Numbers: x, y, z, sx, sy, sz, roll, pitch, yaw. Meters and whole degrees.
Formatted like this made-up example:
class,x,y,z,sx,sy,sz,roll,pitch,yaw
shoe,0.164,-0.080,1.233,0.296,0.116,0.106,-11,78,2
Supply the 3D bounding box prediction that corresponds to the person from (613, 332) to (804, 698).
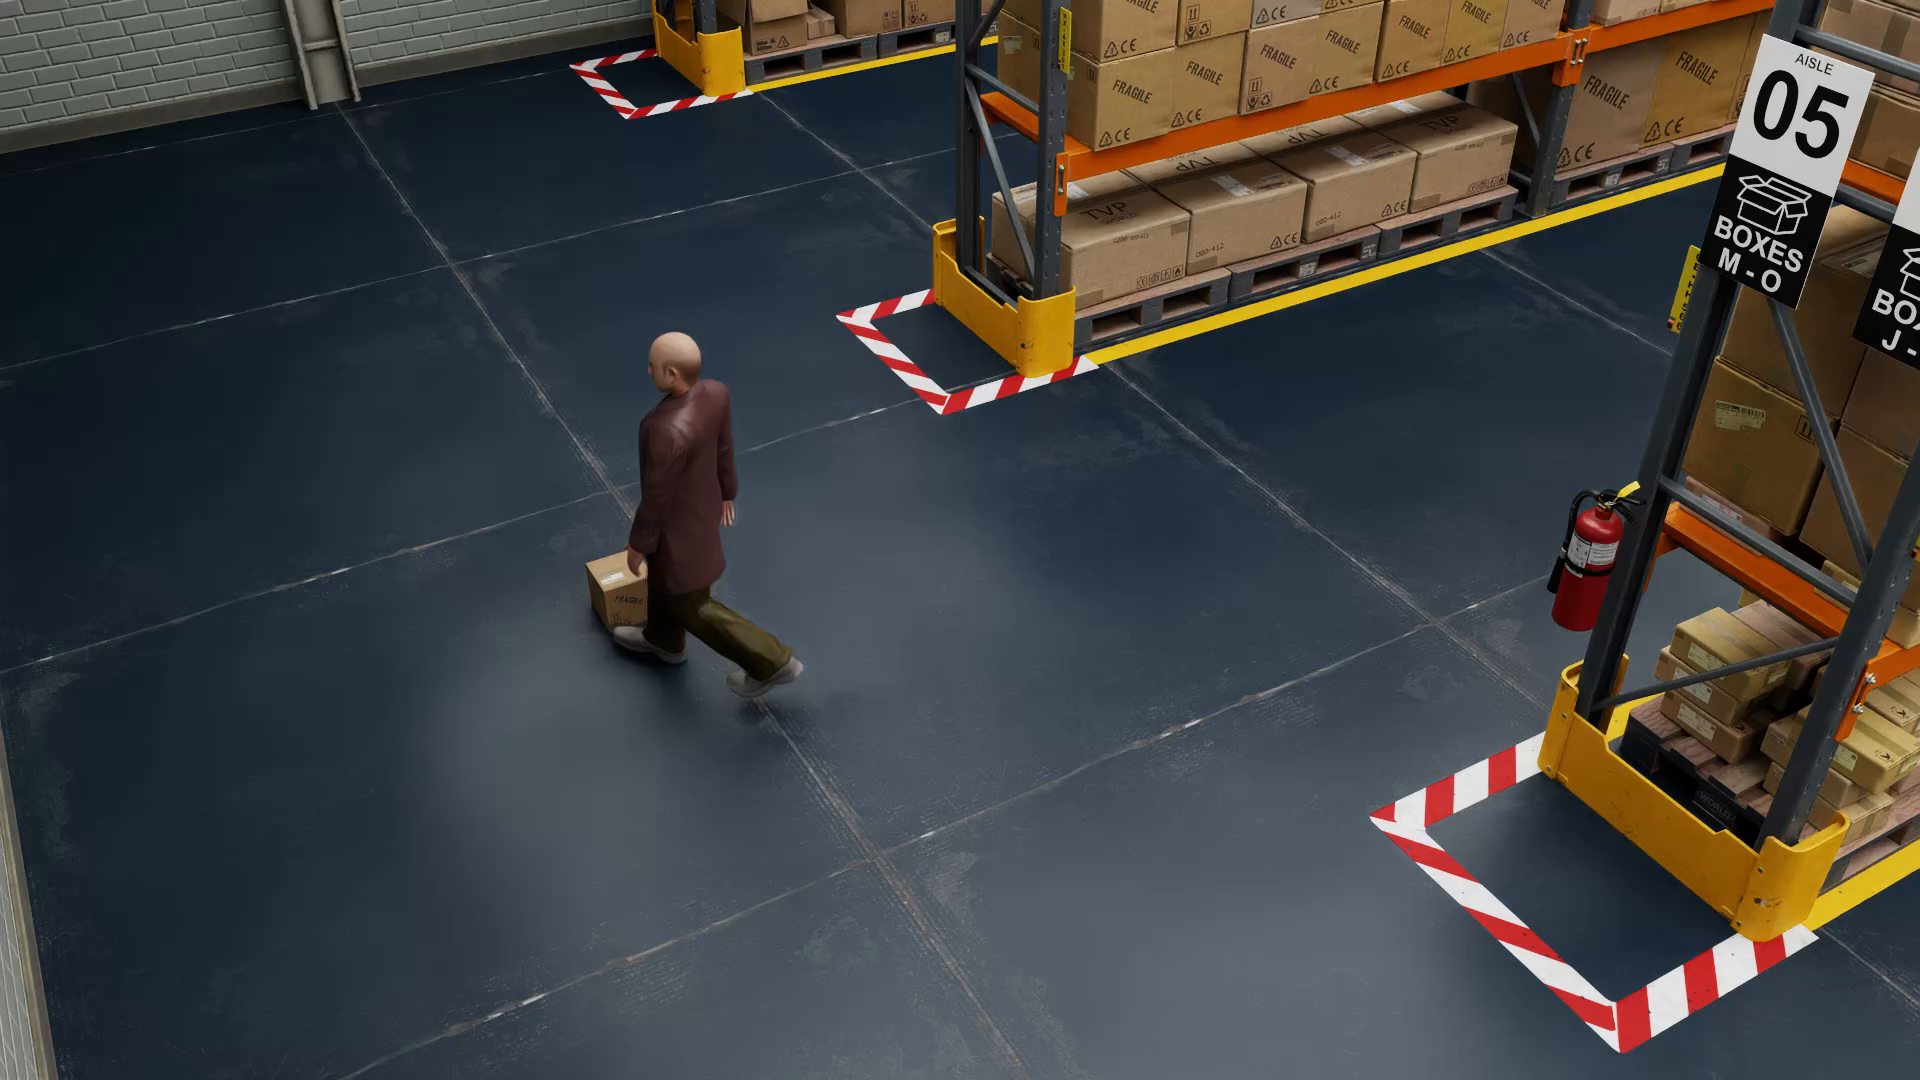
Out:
class,x,y,z,sx,sy,sz,roll,pitch,yaw
person,-1.154,-0.044,7.097,0.998,1.645,0.619,8,37,10
